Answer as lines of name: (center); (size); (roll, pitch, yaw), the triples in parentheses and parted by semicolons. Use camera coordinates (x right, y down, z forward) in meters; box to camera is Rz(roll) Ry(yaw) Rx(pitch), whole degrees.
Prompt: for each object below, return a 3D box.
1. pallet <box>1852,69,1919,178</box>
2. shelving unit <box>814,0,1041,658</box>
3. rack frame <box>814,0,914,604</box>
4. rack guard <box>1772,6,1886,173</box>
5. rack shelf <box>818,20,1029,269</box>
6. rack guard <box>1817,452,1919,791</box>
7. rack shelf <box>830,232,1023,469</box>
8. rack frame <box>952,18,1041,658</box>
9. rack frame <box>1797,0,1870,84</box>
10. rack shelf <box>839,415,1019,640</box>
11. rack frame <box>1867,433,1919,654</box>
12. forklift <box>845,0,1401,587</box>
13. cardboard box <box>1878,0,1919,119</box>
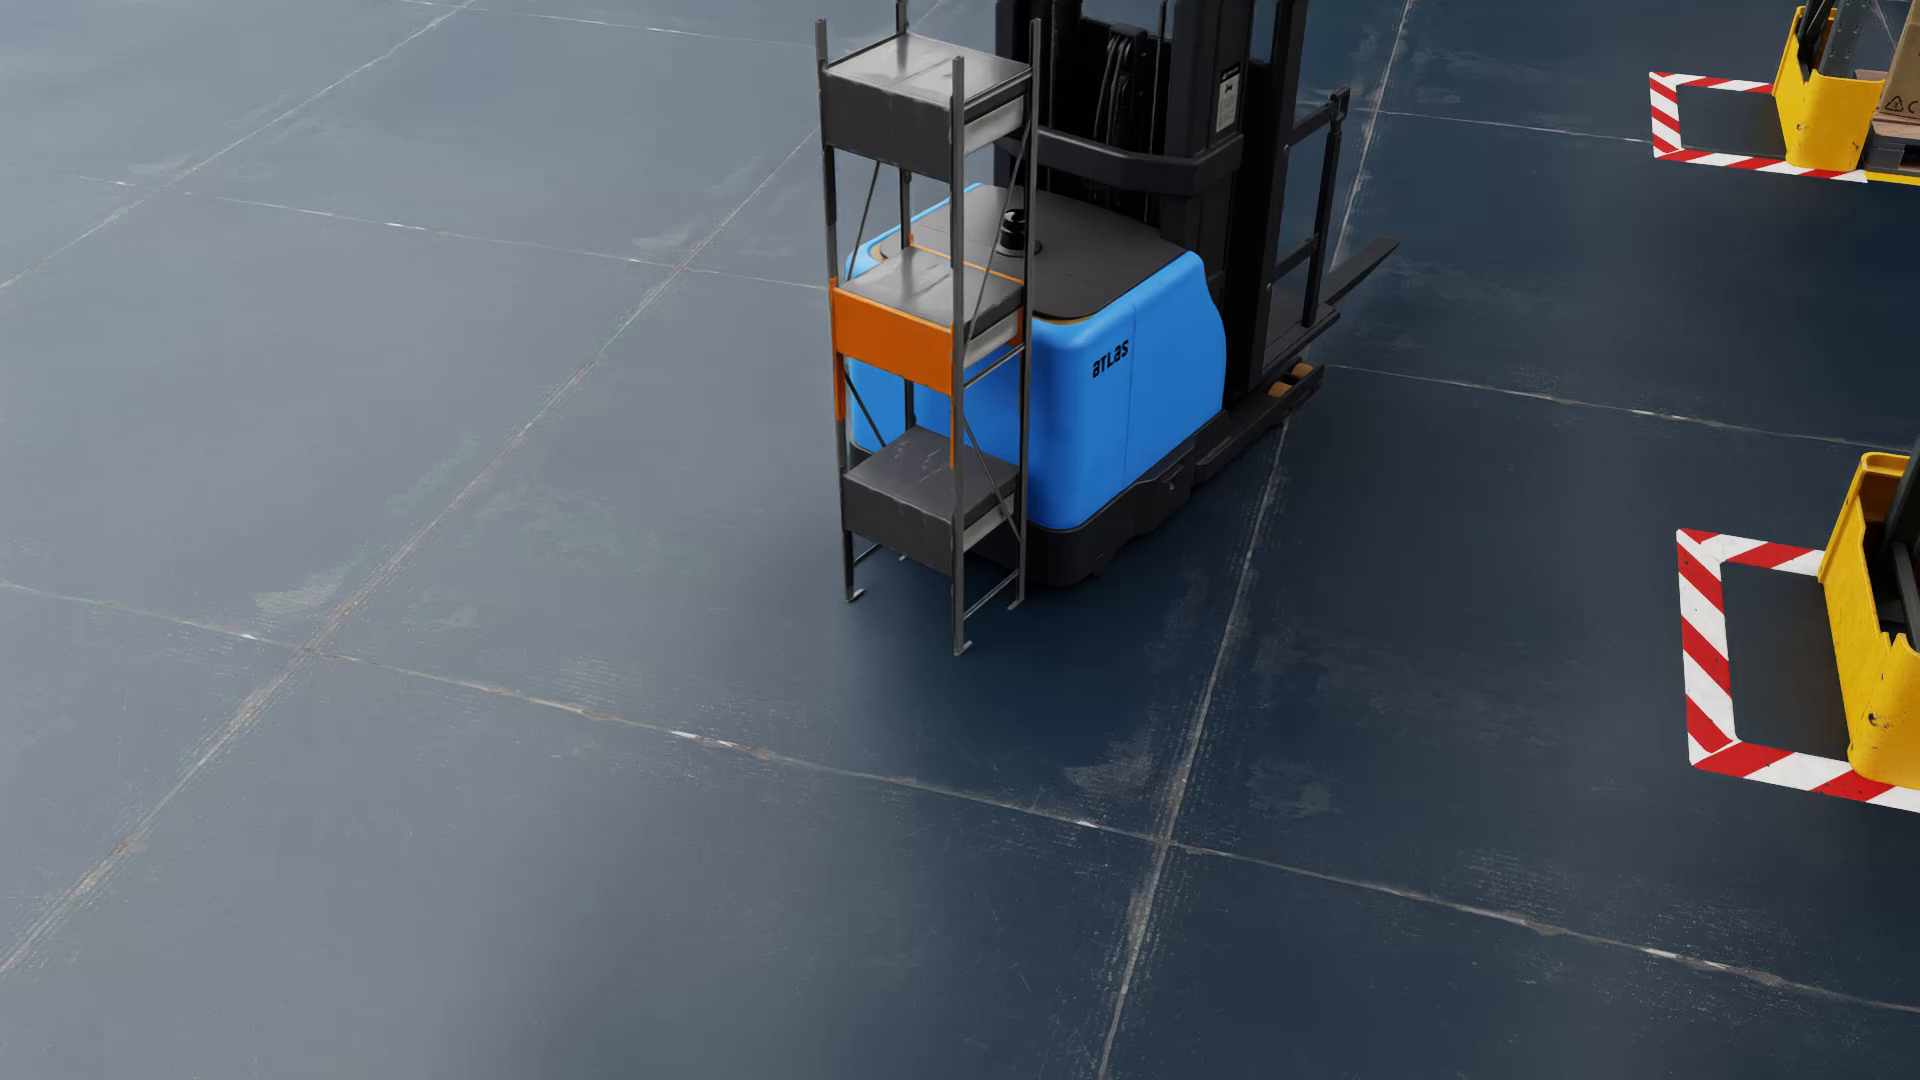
pallet: (5.583, -2.246, 9.124); (1.213, 0.211, 1.003); (10, 38, 14)
shelving unit: (-0.091, -0.626, 5.329); (0.503, 2.100, 0.431); (24, 43, 29)
rack frame: (-0.286, -0.712, 5.447); (0.015, 2.100, 0.400); (24, 43, 29)
rack guard: (4.818, -2.526, 9.260); (0.348, 0.500, 1.175); (10, 38, 14)
rack shelf: (-0.091, -1.179, 4.922); (0.480, 0.518, 0.431); (24, 43, 29)
rack guard: (3.148, 0.245, 5.496); (0.348, 0.500, 1.175); (10, 38, 14)
rack shelf: (-0.091, -0.615, 5.337); (0.480, 0.518, 0.431); (24, 43, 29)
rack frame: (0.105, -0.539, 5.211); (0.015, 2.100, 0.400); (24, 43, 29)
rack frame: (4.746, -3.546, 8.538); (0.127, 3.000, 1.000); (10, 38, 14)
rack shelf: (-0.091, -0.051, 5.752); (0.480, 0.518, 0.431); (24, 43, 29)
rack frame: (3.170, -0.758, 4.749); (0.127, 3.000, 1.000); (10, 38, 14)
forklift: (0.880, -1.830, 6.264); (1.130, 2.935, 3.031); (25, 43, 29)
cardboard box: (5.337, -2.589, 8.991); (0.500, 0.500, 0.500); (18, 40, 22)
